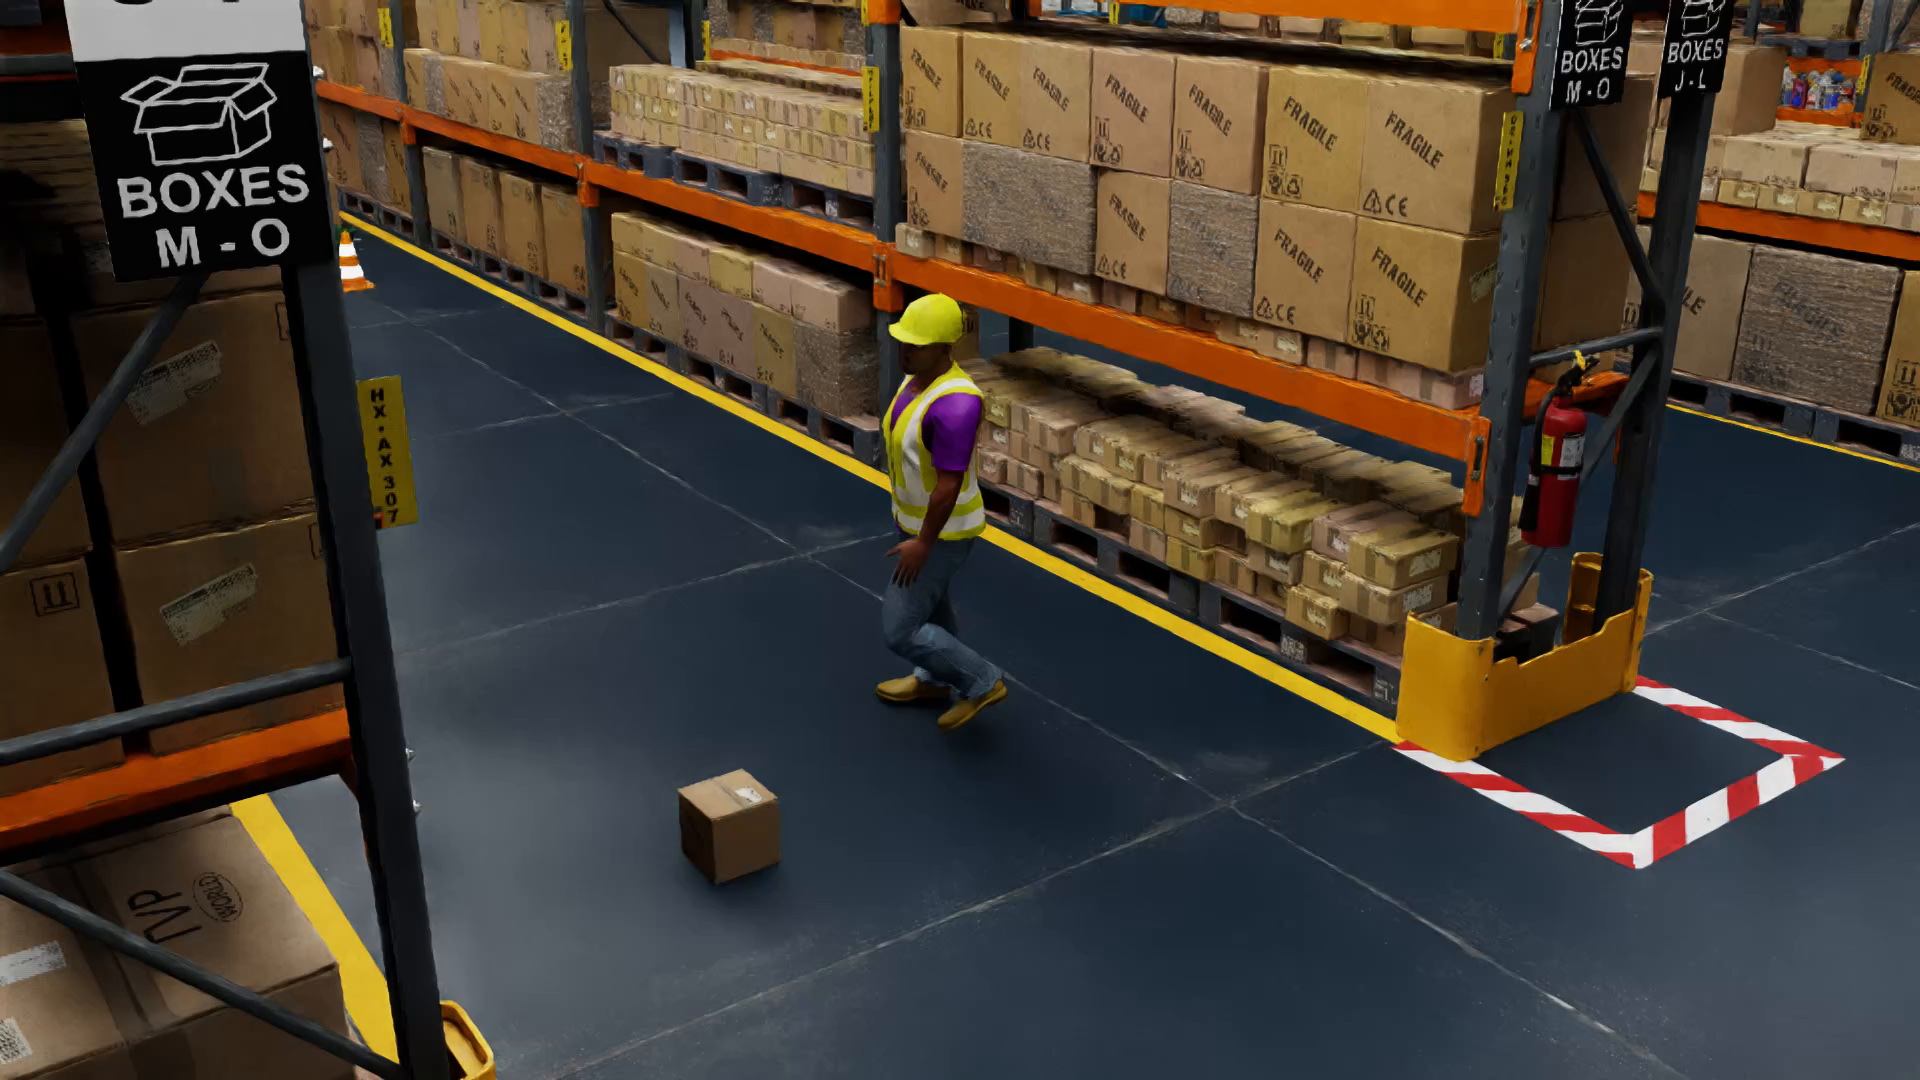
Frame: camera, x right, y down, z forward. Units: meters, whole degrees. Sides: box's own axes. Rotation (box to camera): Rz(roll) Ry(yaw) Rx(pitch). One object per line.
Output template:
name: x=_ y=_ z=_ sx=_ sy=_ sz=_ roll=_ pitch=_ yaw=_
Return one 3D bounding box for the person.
person: x=-0.115 y=-0.083 z=6.253 sx=0.488 sy=1.738 sz=0.691 roll=-7 pitch=22 yaw=-17
